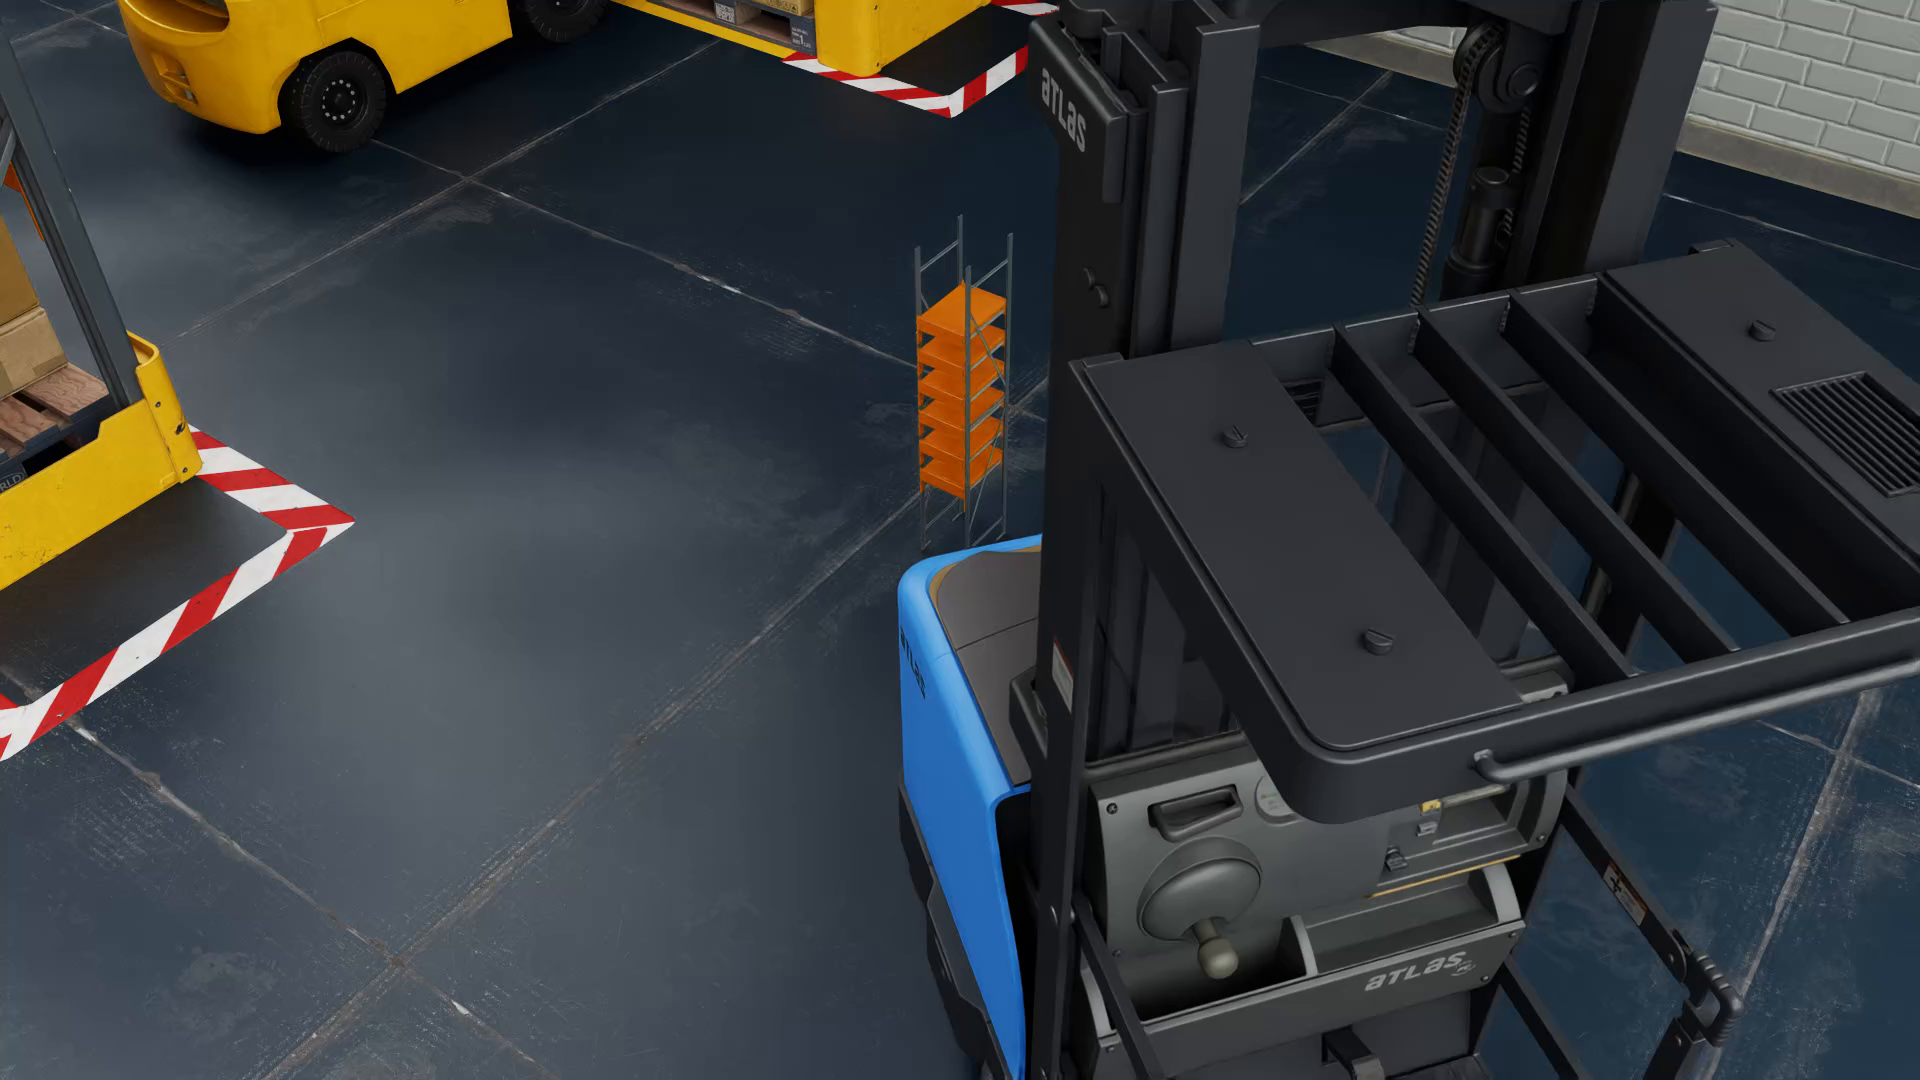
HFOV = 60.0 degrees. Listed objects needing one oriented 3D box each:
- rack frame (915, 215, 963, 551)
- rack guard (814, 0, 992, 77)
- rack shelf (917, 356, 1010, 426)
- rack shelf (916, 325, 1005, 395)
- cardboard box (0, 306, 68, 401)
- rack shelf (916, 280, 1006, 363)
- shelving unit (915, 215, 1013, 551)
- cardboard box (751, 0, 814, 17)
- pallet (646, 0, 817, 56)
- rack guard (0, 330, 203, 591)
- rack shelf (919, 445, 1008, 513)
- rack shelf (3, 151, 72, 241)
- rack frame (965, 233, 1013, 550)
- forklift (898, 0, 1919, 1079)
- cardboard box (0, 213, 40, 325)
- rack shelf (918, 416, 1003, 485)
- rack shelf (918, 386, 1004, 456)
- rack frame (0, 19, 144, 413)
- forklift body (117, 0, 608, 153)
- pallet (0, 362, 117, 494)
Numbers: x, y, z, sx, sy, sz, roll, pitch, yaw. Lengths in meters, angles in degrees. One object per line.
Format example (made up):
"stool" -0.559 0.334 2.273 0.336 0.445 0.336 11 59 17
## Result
"rack frame" -0.063 -0.477 5.383 0.006 1.200 0.240 25 48 25
"rack guard" -0.277 -2.878 8.592 0.348 0.500 1.175 25 48 25
"rack shelf" 0.012 -0.498 5.293 0.180 0.103 0.258 25 48 25
"rack shelf" 0.012 -0.587 5.213 0.180 0.103 0.258 25 48 25
"cardboard box" -3.645 -0.699 6.029 0.500 0.250 0.500 25 47 25
"rack shelf" 0.012 -0.677 5.133 0.180 0.103 0.258 25 48 25
"shelving unit" 0.012 -0.442 5.344 0.189 1.200 0.258 25 48 25
"cardboard box" -0.862 -2.958 8.554 0.500 0.250 0.500 25 48 26
"pallet" -0.946 -3.050 9.000 1.213 0.211 1.003 25 48 25
"rack guard" -3.205 -0.205 5.604 0.348 0.500 1.175 25 48 25
"rack shelf" 0.012 -0.230 5.533 0.180 0.103 0.258 25 48 25
"rack shelf" -4.781 -1.605 5.834 4.000 0.370 1.077 25 48 25
"rack frame" 0.087 -0.407 5.305 0.006 1.200 0.240 25 48 25
"forklift" 0.756 0.605 2.876 1.130 2.935 3.031 -12 43 -13
"cardboard box" -3.665 -0.988 5.789 0.500 0.500 0.500 24 47 24
"rack shelf" 0.012 -0.319 5.453 0.180 0.103 0.258 25 48 25
"rack shelf" 0.012 -0.408 5.373 0.180 0.103 0.258 25 48 25
"rack frame" -3.143 -1.108 4.738 0.127 3.000 1.000 25 48 25
"forklift body" -2.896 -3.233 7.750 1.214 2.155 2.313 25 48 25
"pallet" -3.850 -0.428 6.070 1.213 0.211 1.003 25 48 25
